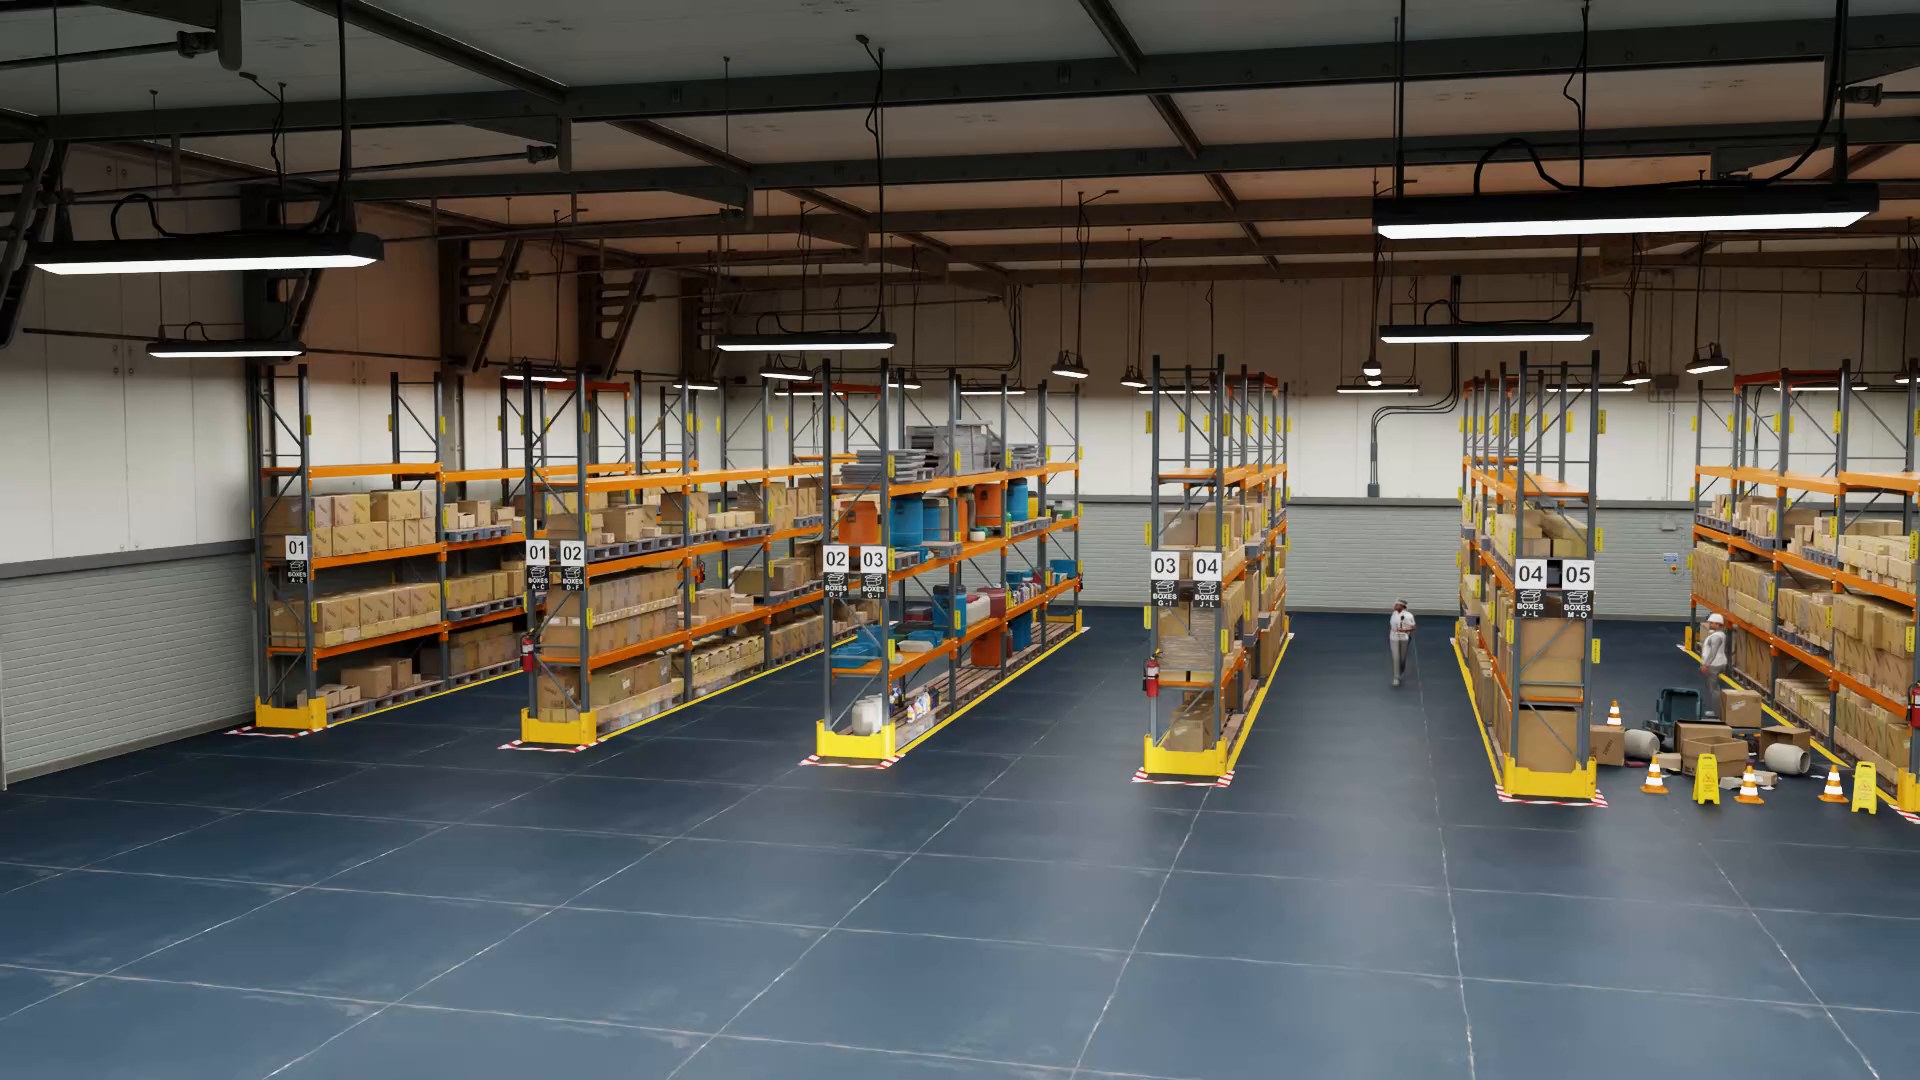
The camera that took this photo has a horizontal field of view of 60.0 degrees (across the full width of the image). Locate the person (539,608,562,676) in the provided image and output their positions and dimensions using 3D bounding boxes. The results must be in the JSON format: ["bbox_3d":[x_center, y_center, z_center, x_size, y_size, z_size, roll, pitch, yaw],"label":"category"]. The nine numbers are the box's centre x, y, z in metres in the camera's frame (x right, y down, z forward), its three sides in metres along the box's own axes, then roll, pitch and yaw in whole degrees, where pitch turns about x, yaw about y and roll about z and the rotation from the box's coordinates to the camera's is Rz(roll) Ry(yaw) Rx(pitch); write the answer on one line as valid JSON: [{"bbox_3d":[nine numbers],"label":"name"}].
[{"bbox_3d":[-7.490,2.071,30.530,0.378,1.666,0.540,3,5,37],"label":"person"}]

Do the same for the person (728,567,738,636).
[{"bbox_3d":[-5.171,1.502,37.786,0.483,1.752,0.947,1,4,17],"label":"person"}]

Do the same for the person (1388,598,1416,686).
[{"bbox_3d":[8.517,1.929,32.064,0.496,1.647,1.000,1,4,15],"label":"person"}]

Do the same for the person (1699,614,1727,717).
[{"bbox_3d":[12.897,2.139,28.492,0.575,1.768,0.484,-3,5,-36],"label":"person"}]
